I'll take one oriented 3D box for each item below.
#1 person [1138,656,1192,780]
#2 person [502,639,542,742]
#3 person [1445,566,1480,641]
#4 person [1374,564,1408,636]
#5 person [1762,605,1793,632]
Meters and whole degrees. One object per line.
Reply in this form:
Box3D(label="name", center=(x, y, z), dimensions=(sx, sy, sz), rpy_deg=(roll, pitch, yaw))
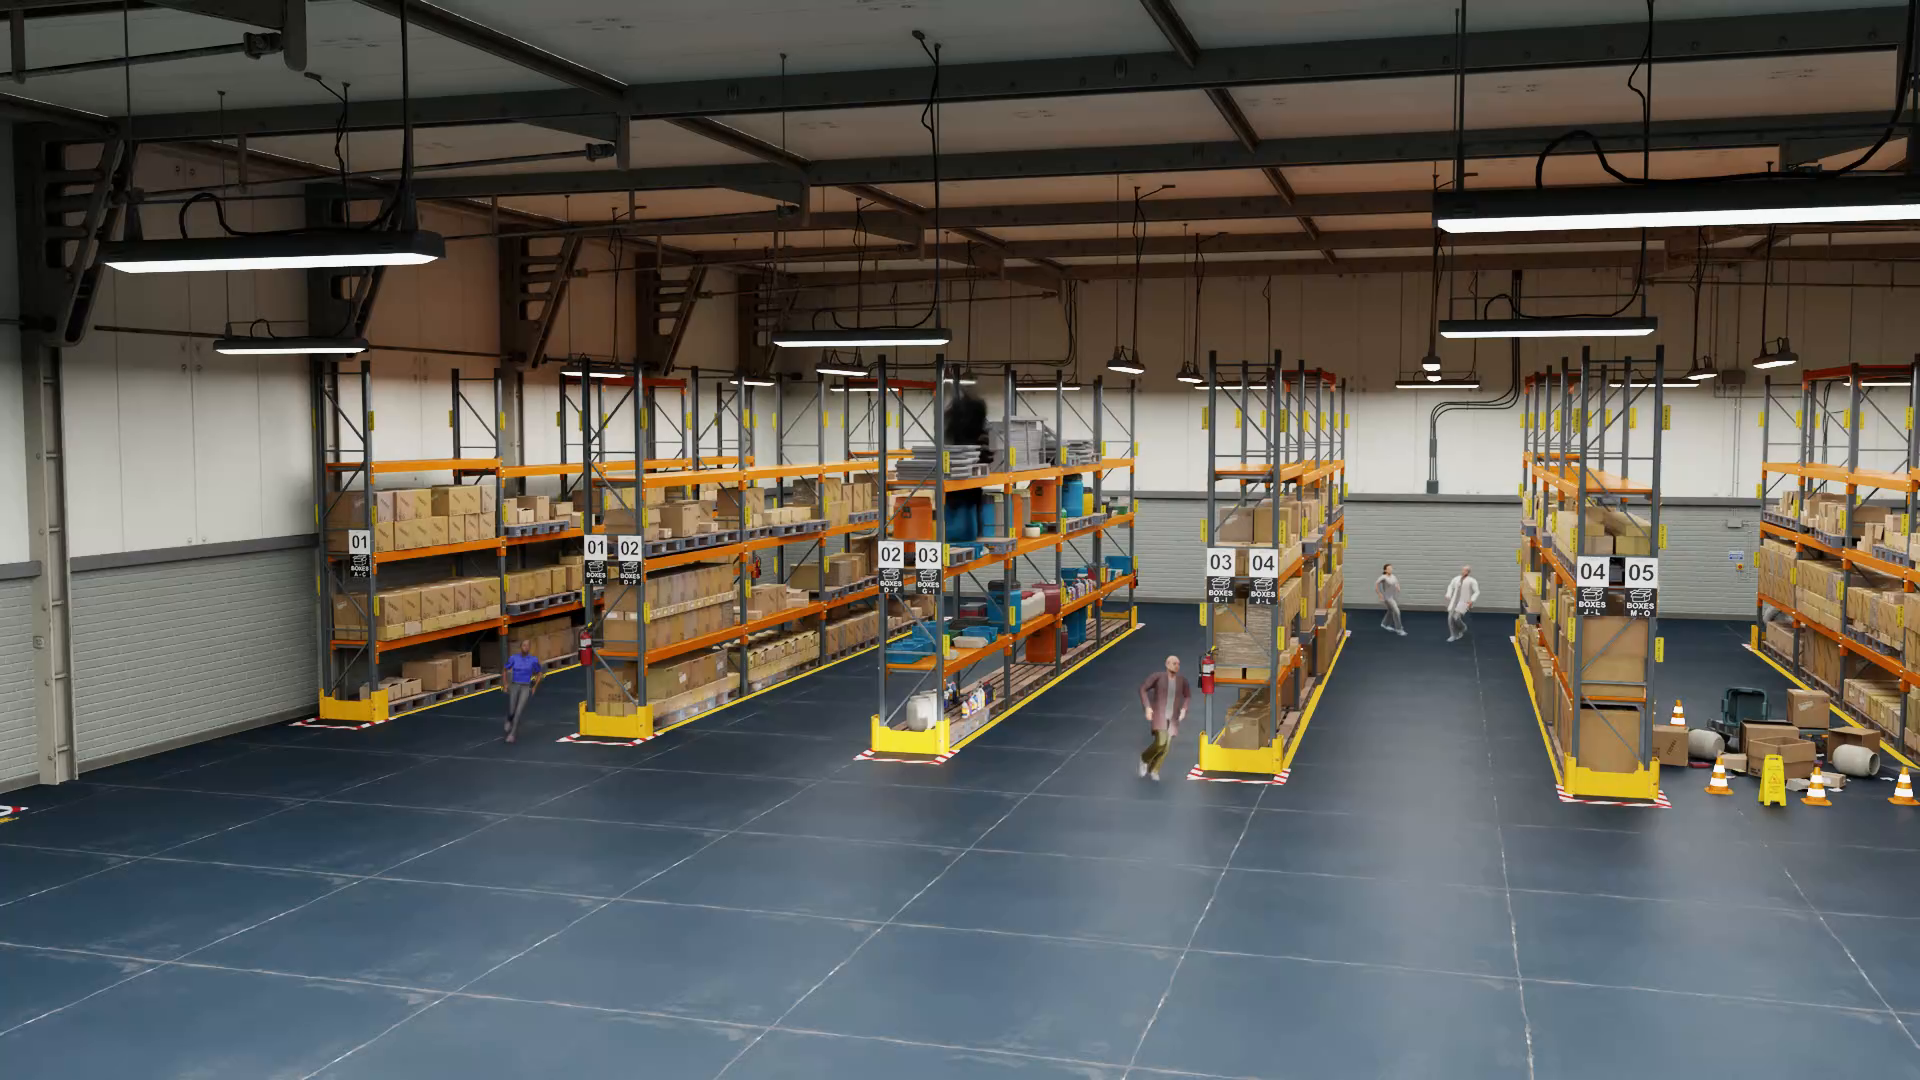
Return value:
Box3D(label="person", center=(2.897, 2.482, 23.217), dimensions=(0.740, 1.717, 0.586), rpy_deg=(-1, 4, -17))
Box3D(label="person", center=(-6.872, 2.346, 26.117), dimensions=(0.617, 1.581, 0.576), rpy_deg=(-1, 4, -14))
Box3D(label="person", center=(11.389, 1.451, 37.864), dimensions=(0.554, 1.722, 0.770), rpy_deg=(-3, 5, -40))
Box3D(label="person", center=(10.096, 1.388, 39.023), dimensions=(0.647, 1.674, 0.862), rpy_deg=(-3, 5, -35))
Box3D(label="person", center=(18.495, 1.447, 37.610), dimensions=(0.960, 1.753, 0.760), rpy_deg=(3, 5, 35))
